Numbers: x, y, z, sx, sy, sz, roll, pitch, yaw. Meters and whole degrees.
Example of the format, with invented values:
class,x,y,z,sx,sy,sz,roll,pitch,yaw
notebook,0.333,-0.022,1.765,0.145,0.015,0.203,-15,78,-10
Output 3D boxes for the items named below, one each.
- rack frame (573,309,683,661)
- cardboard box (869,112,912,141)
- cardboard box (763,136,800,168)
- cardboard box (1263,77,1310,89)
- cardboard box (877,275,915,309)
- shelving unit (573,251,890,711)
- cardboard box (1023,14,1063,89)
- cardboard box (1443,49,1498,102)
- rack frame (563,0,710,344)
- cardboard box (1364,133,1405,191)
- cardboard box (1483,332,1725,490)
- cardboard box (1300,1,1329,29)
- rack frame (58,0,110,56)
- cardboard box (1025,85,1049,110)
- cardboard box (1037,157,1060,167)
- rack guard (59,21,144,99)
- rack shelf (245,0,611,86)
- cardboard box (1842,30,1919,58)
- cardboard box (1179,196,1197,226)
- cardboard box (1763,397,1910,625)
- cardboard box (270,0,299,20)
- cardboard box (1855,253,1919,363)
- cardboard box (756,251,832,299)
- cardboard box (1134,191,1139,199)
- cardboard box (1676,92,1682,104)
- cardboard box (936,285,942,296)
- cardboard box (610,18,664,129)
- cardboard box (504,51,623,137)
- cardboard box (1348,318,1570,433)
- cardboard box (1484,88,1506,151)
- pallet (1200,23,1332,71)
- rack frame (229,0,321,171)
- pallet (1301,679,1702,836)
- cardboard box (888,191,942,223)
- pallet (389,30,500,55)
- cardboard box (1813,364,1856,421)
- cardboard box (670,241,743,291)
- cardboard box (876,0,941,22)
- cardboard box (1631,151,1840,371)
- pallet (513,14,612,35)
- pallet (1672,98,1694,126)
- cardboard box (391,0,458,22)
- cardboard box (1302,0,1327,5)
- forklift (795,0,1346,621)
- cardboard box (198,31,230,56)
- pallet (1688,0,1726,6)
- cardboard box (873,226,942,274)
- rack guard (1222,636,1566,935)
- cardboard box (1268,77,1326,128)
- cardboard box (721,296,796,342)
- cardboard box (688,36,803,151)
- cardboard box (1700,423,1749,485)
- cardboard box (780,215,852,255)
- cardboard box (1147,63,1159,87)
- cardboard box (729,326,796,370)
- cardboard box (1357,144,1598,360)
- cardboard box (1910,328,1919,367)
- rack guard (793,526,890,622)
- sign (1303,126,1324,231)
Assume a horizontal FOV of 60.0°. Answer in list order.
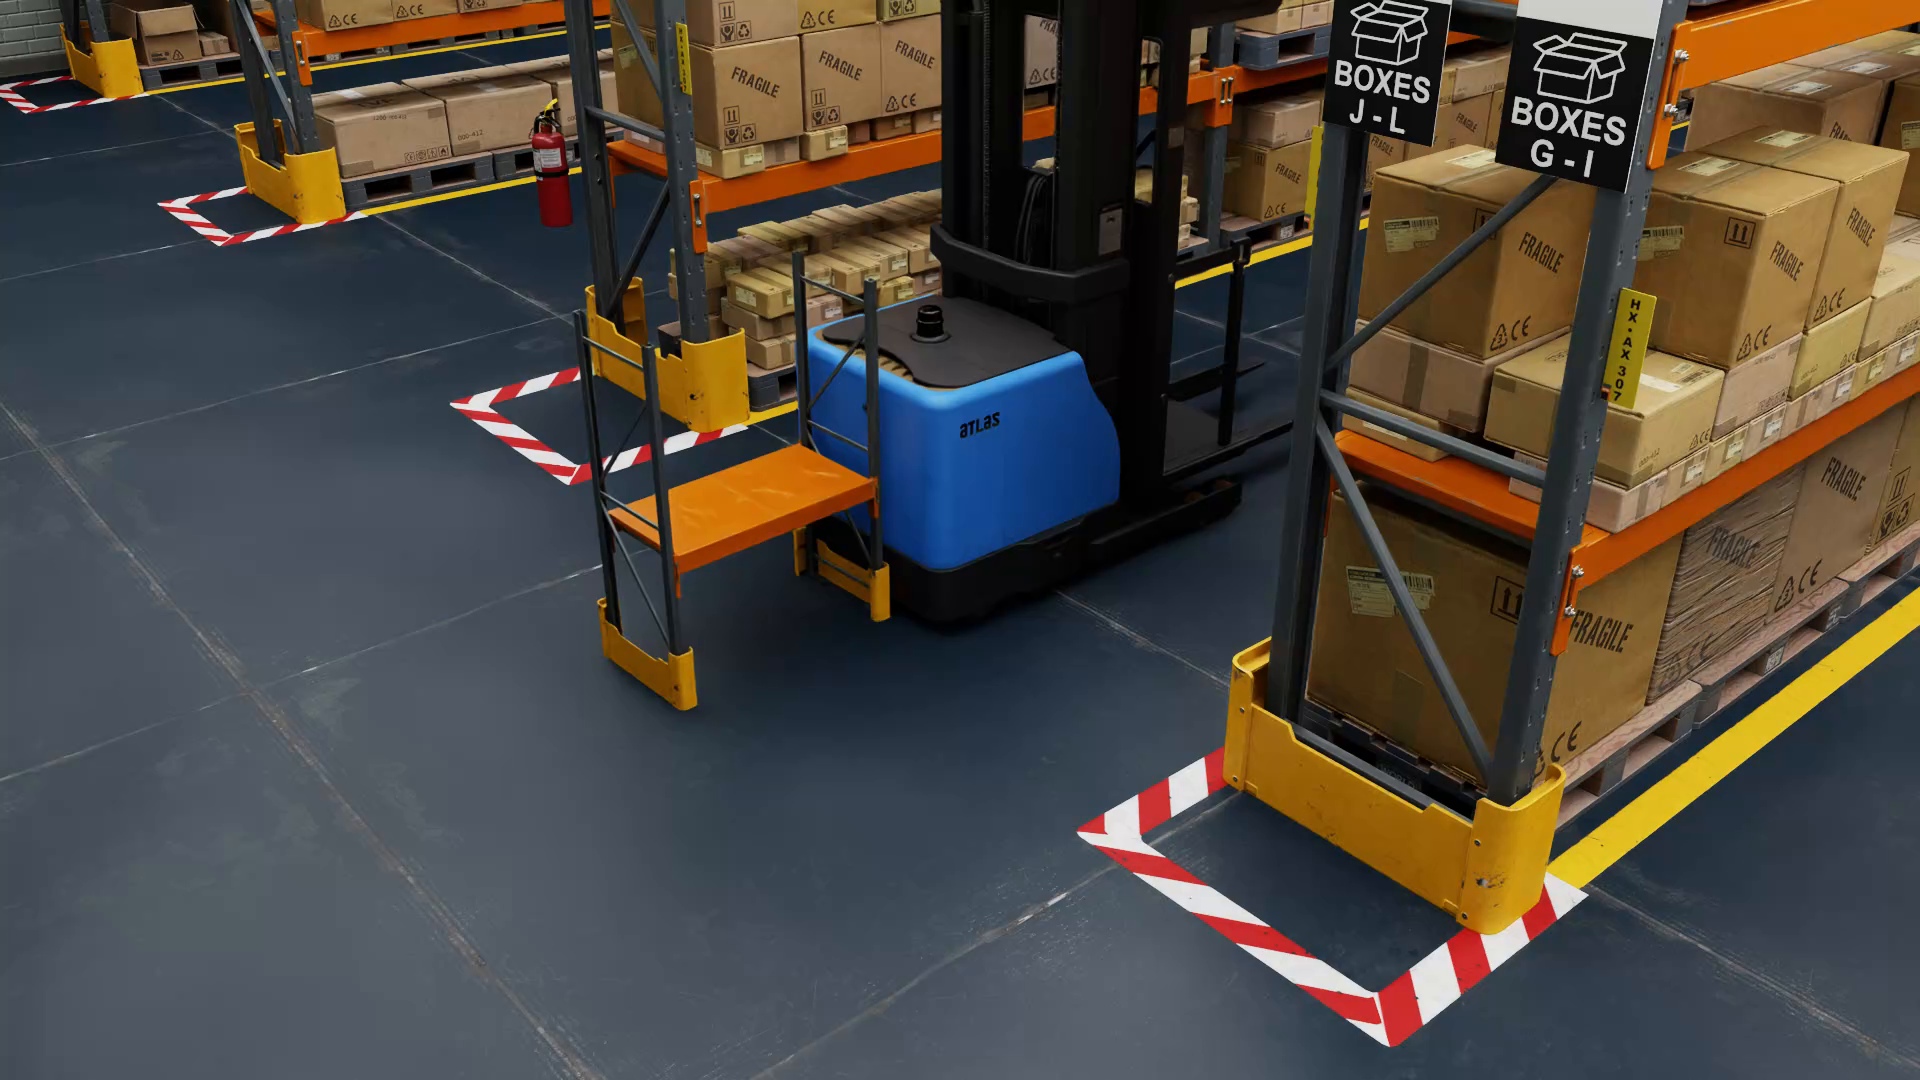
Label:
class,x,y,z,sx,sy,sz,roll,pitch,yaw
rack frame,-1.253,-0.103,6.351,0.032,1.500,0.500,-23,36,-37
cardboard box,-0.479,-2.343,9.219,0.250,0.149,0.380,-22,35,-35
cardboard box,-1.049,-2.078,8.722,0.250,0.149,0.380,-20,34,-33
cardboard box,2.170,-3.222,12.008,0.500,0.250,0.500,-20,34,-33
cardboard box,-0.471,-1.451,9.547,0.250,0.149,0.380,-21,34,-33
shelving unit,-0.885,-0.262,6.649,1.083,1.500,0.587,-23,36,-37
cardboard box,0.408,-2.954,9.673,0.500,0.500,0.500,-22,35,-35
cardboard box,3.683,-3.513,12.553,0.500,0.250,0.500,-21,35,-34
rack frame,-1.675,-2.114,8.524,0.127,3.000,1.000,-22,35,-35
cardboard box,2.893,-2.879,12.161,0.500,0.500,0.500,-21,35,-34
cardboard box,2.007,-0.420,5.197,0.500,0.250,0.500,-23,36,-36
cardboard box,2.173,-3.455,10.853,0.250,0.149,0.380,-21,35,-34
rack frame,-8.189,-5.637,15.115,0.127,3.000,1.000,-22,35,-35
cardboard box,0.307,-2.655,9.802,0.250,0.149,0.380,-23,35,-36
cardboard box,0.723,-2.434,11.070,0.250,0.149,0.380,-20,34,-33
rack guard,-8.132,-4.558,15.748,0.348,0.500,1.175,-22,35,-35
rack shelf,-3.444,-4.153,13.101,4.000,0.370,1.077,-22,35,-35
cardboard box,3.980,-1.869,7.113,0.500,0.500,0.500,-22,35,-35
cardboard box,1.334,-2.187,10.923,0.250,0.149,0.380,-21,35,-34
cardboard box,3.271,-0.328,6.990,0.875,0.875,0.875,-22,35,-35
cardboard box,-4.770,-4.145,12.217,0.500,0.500,0.500,-22,35,-35
cardboard box,3.177,-0.895,6.086,0.500,0.250,0.500,-23,36,-36
cardboard box,-0.925,-1.470,9.267,0.250,0.149,0.380,-21,35,-34
cardboard box,0.913,-2.155,10.548,0.250,0.149,0.380,-22,35,-35
cardboard box,5.595,-4.177,14.325,0.750,0.750,1.050,-21,35,-34
cardboard box,-0.095,-1.472,9.900,0.250,0.149,0.380,-24,36,-37
cardboard box,-1.501,-2.519,8.860,0.500,0.500,0.500,-21,35,-34
cardboard box,-3.150,-3.709,13.781,0.875,0.438,0.875,-23,36,-36
cardboard box,1.663,-0.613,5.559,0.500,0.250,0.500,-23,35,-36
cardboard box,4.080,-3.349,13.041,0.500,0.500,0.500,-22,35,-35
pallet,2.044,-3.435,11.198,1.213,0.211,1.003,-22,35,-35
rack frame,-4.965,-3.858,11.787,0.127,3.000,1.000,-22,35,-35
pallet,2.025,0.652,6.305,1.213,0.211,1.003,-22,35,-35
cardboard box,-0.234,-2.028,10.310,0.250,0.149,0.380,-22,35,-35
pallet,-5.670,-5.421,17.670,1.213,0.211,1.003,-22,35,-35
cardboard box,2.928,-0.579,5.917,0.250,0.149,0.380,-22,35,-35
cardboard box,-1.437,-1.557,9.429,0.250,0.149,0.380,-21,35,-34
cardboard box,-0.372,-3.080,8.849,0.500,0.500,0.500,-23,36,-36
cardboard box,2.388,-0.904,5.306,0.500,0.500,0.500,-23,36,-36
pallet,-4.552,-5.893,18.553,1.213,0.211,1.003,-22,35,-35
pallet,5.987,-3.917,14.856,1.213,0.211,1.003,-22,35,-35
cardboard box,-4.047,-4.111,12.154,0.500,0.500,0.500,-22,35,-36
cardboard box,2.162,-3.579,10.770,0.250,0.149,0.380,-23,36,-36
forklift,0.720,-1.520,7.485,3.031,2.935,1.130,-22,35,-35
cardboard box,-7.314,-4.834,16.192,0.250,0.149,0.380,-24,36,-37
pallet,2.025,-1.819,4.883,1.213,0.211,1.003,-22,35,-35
cardboard box,-0.298,-1.689,9.675,0.250,0.149,0.380,-20,34,-33
rack guard,1.449,0.805,5.713,0.348,0.500,1.175,-22,35,-35
cardboard box,2.505,-3.046,11.679,0.500,0.250,0.500,-21,34,-34
cardboard box,-1.110,-1.241,9.154,0.250,0.149,0.380,-20,34,-33
cardboard box,-1.154,-2.328,8.502,0.500,0.500,0.500,-20,34,-33
cardboard box,2.340,-0.342,5.474,0.250,0.149,0.380,-23,36,-36
cardboard box,-0.856,-1.795,9.874,0.250,0.149,0.380,-24,36,-37
cardboard box,1.177,-2.938,10.331,0.250,0.149,0.380,-23,36,-36
cardboard box,-1.069,-1.088,9.182,0.250,0.149,0.380,-21,35,-34
cardboard box,1.667,-0.944,5.382,0.500,0.500,0.500,-21,35,-34
cardboard box,3.513,-0.814,6.357,0.250,0.149,0.380,-23,35,-36
rack guard,-0.519,0.130,7.241,0.087,0.250,0.587,-23,36,-37
sign,1.125,-1.119,5.181,0.005,0.325,0.100,-22,35,-35
